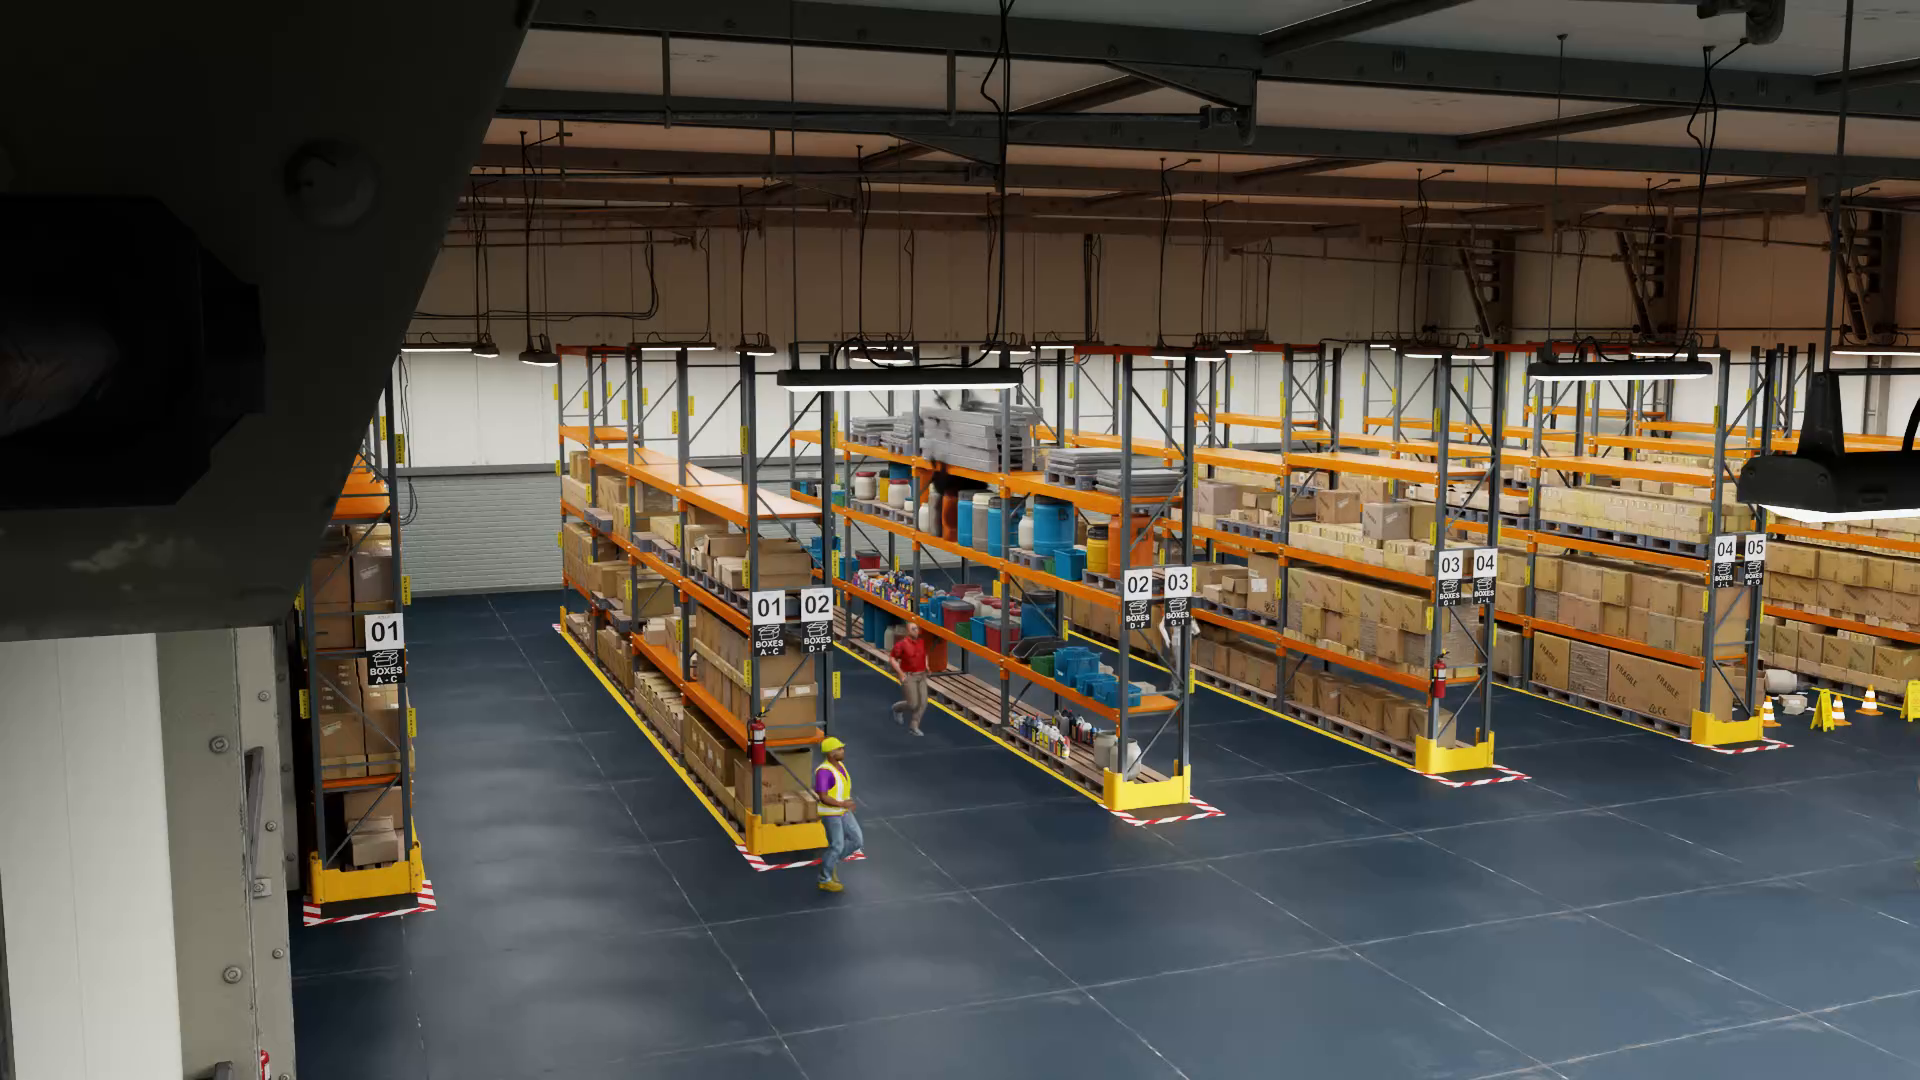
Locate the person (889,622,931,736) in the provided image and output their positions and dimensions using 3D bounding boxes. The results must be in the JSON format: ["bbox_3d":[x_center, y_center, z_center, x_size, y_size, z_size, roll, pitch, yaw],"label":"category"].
[{"bbox_3d":[-0.722,2.063,24.817,0.664,1.694,0.602,-6,9,-37],"label":"person"}]

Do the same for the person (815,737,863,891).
[{"bbox_3d":[-1.382,3.091,18.833,0.588,1.738,0.747,3,8,19],"label":"person"}]

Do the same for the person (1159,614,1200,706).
[{"bbox_3d":[3.605,1.759,27.016,0.596,1.742,0.792,-4,8,-29],"label":"person"}]
